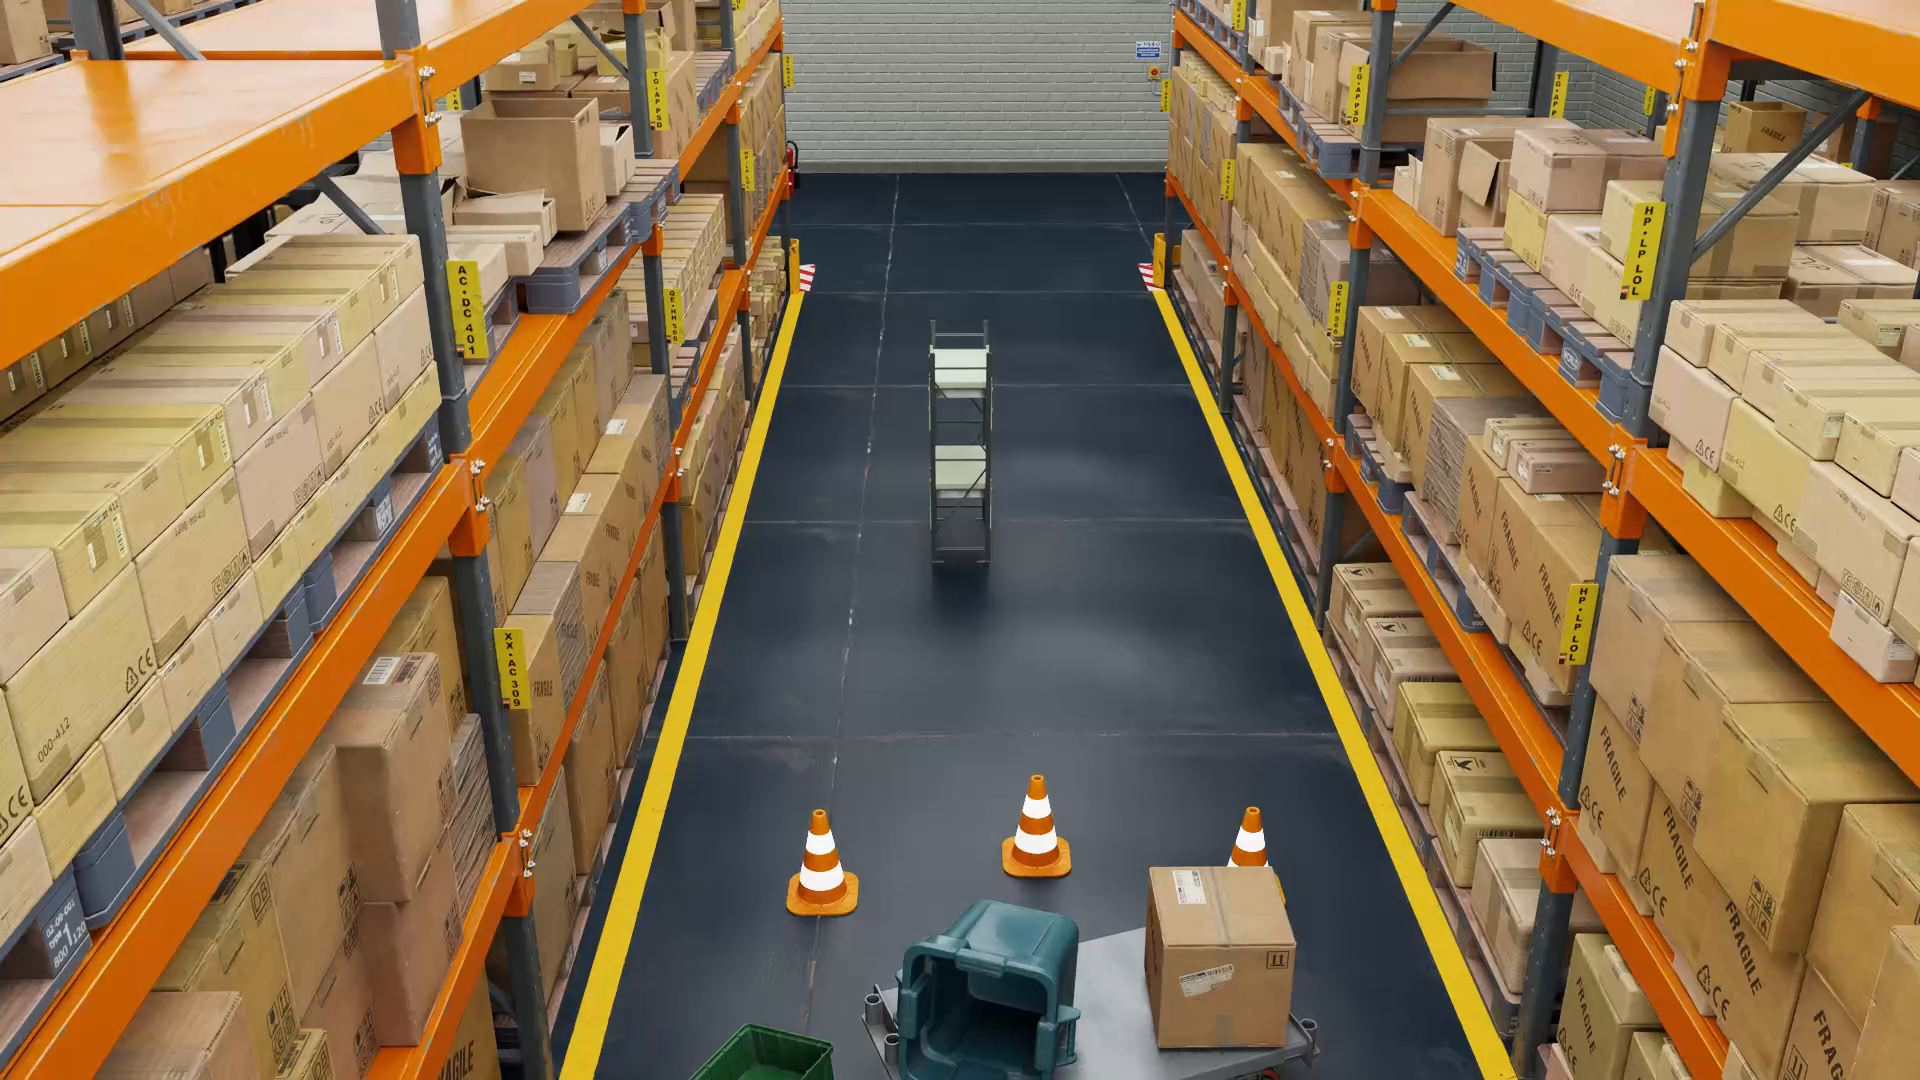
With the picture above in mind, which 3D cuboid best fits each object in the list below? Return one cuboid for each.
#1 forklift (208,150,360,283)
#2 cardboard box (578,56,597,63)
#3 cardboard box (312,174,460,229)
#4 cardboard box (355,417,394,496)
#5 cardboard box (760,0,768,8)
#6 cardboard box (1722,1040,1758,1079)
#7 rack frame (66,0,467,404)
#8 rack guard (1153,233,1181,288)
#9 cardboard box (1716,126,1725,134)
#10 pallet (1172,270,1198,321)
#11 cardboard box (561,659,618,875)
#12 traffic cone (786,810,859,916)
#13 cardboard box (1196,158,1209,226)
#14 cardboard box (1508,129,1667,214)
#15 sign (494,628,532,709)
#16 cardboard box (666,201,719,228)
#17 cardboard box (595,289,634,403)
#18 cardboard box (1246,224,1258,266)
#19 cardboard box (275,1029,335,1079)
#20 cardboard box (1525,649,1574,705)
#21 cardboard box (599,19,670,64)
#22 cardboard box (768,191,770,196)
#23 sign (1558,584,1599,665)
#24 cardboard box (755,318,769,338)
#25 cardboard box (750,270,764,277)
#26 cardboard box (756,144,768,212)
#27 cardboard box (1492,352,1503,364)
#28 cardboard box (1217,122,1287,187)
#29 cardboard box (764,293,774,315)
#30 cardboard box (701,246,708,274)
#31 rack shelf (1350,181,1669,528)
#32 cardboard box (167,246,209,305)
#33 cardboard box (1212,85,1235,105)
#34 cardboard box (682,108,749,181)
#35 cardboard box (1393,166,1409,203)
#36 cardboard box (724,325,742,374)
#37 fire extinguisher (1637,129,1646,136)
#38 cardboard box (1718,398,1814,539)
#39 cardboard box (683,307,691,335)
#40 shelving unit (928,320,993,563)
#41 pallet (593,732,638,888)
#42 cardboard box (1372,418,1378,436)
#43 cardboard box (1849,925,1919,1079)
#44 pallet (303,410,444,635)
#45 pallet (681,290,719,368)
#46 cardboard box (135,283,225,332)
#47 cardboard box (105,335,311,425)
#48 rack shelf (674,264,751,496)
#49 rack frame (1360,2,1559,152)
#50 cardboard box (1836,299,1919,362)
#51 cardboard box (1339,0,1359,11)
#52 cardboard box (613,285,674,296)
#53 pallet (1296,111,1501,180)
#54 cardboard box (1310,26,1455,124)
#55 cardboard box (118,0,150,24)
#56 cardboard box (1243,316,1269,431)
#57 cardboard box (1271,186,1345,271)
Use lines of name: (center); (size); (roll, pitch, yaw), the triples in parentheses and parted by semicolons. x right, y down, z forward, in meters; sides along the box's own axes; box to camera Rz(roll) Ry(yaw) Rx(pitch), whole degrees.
forklift: (-4.676, -1.521, 11.557); (1.130, 2.935, 3.031); (0, 24, 0)
cardboard box: (-2.477, -2.812, 10.566); (0.500, 0.500, 0.500); (0, 24, -1)
cardboard box: (-2.393, -1.390, 7.020); (0.500, 0.311, 0.500); (-1, 24, -2)
cardboard box: (-1.823, -0.235, 4.664); (0.380, 0.149, 0.250); (0, 24, 0)
cardboard box: (-2.015, -4.966, 15.025); (0.500, 0.250, 0.500); (0, 24, 0)
cardboard box: (2.482, 1.604, 4.869); (0.380, 0.149, 0.250); (0, 24, 0)
rack frame: (-2.154, -1.839, 4.895); (1.000, 3.000, 0.127); (0, 24, -1)
rack guard: (2.664, -2.985, 17.743); (1.175, 0.500, 0.348); (0, 24, -1)
cardboard box: (7.898, -4.017, 16.812); (0.500, 0.250, 0.500); (0, 24, 1)
pallet: (2.751, -2.514, 17.053); (1.003, 0.211, 1.213); (0, 24, -1)
cardboard box: (-2.257, 1.076, 7.952); (1.050, 0.750, 0.750); (0, 24, -1)
traffic cone: (-0.658, 1.491, 7.891); (0.336, 0.463, 0.334); (0, 24, -1)
cardboard box: (2.416, -3.120, 14.888); (0.500, 0.500, 0.500); (-1, 24, -1)
cardboard box: (2.628, -1.545, 6.952); (0.500, 0.250, 0.500); (0, 24, 0)
sign: (-1.599, 0.461, 5.944); (0.100, 0.325, 0.005); (0, 24, -1)
cardboard box: (-2.037, -2.474, 12.654); (0.380, 0.149, 0.250); (-1, 24, -2)
cardboard box: (-2.202, -1.070, 9.140); (0.700, 0.500, 0.500); (0, 24, -1)
cardboard box: (2.464, -2.228, 12.611); (0.500, 0.250, 0.500); (0, 24, 0)
cardboard box: (-2.115, 1.646, 4.289); (0.875, 0.550, 0.500); (0, 24, -1)
cardboard box: (2.513, 0.543, 6.704); (0.380, 0.149, 0.250); (0, 24, 0)
cardboard box: (-1.974, -3.000, 10.053); (0.396, 0.266, 0.258); (0, 24, -1)
cardboard box: (-2.016, -3.383, 15.894); (0.380, 0.149, 0.250); (-1, 24, -3)
sign: (2.240, 0.307, 6.026); (0.100, 0.325, 0.005); (0, 24, -1)
cardboard box: (-1.978, -1.980, 15.438); (0.380, 0.149, 0.250); (-1, 24, -2)
cardboard box: (-2.060, -2.460, 15.777); (0.380, 0.149, 0.250); (-1, 24, -2)
cardboard box: (-1.976, -3.200, 14.702); (0.500, 0.500, 0.500); (-1, 24, -2)
cardboard box: (3.051, -0.791, 8.867); (0.500, 0.500, 0.500); (-1, 24, -1)
cardboard box: (2.427, -3.160, 13.762); (0.500, 0.500, 0.500); (0, 24, -1)
cardboard box: (-1.952, -2.215, 15.597); (0.380, 0.149, 0.250); (0, 24, 0)
cardboard box: (-2.026, -2.020, 12.012); (0.380, 0.149, 0.250); (-1, 24, -3)
rack shelf: (2.773, -1.032, 7.625); (1.077, 0.370, 4.000); (0, 24, -1)
cardboard box: (-2.490, -0.806, 4.959); (0.380, 0.149, 0.250); (0, 24, 0)
cardboard box: (2.435, -3.915, 14.644); (0.380, 0.149, 0.250); (-1, 24, -2)
cardboard box: (-2.002, -3.225, 13.546); (0.500, 0.500, 0.500); (0, 24, 1)
cardboard box: (2.585, -1.939, 9.062); (0.380, 0.149, 0.250); (0, 24, -1)
cardboard box: (-1.980, -1.490, 13.018); (0.500, 0.250, 0.500); (-1, 24, -2)
fire extinguisher: (7.164, -3.991, 17.481); (0.296, 0.674, 0.183); (0, 24, -1)
cardboard box: (2.541, -0.208, 4.751); (0.500, 0.250, 0.500); (0, 24, -1)
cardboard box: (-2.016, -1.458, 11.130); (0.380, 0.149, 0.250); (1, 24, 1)
shelving unit: (0.000, -0.681, 11.435); (0.431, 1.500, 0.755); (0, 24, -1)
pallet: (-2.254, 1.344, 8.523); (1.003, 0.211, 1.213); (0, 24, -1)
cardboard box: (2.539, -0.643, 9.327); (0.380, 0.149, 0.250); (-2, 24, -4)
cardboard box: (2.508, 1.215, 3.729); (0.700, 0.500, 0.500); (-1, 24, -1)
pallet: (-2.155, -0.094, 4.786); (1.003, 0.211, 1.213); (0, 24, -1)
pallet: (-2.260, -1.482, 11.619); (1.003, 0.211, 1.213); (0, 24, -1)
cardboard box: (-2.428, -0.573, 4.928); (0.500, 0.250, 0.500); (0, 24, 0)
cardboard box: (-1.819, -0.391, 4.041); (0.380, 0.149, 0.250); (0, 24, 0)
rack shelf: (-2.219, -1.250, 11.746); (1.077, 0.370, 4.000); (0, 24, -1)
rack frame: (2.751, -3.551, 8.681); (1.000, 3.000, 0.127); (0, 24, -1)
cardboard box: (3.017, -0.655, 5.256); (0.380, 0.149, 0.250); (0, 24, 1)
cardboard box: (2.911, -4.358, 13.354); (0.500, 0.500, 0.500); (0, 24, 0)
cardboard box: (-2.012, -1.505, 10.510); (0.380, 0.149, 0.250); (0, 24, -1)
pallet: (2.691, -2.363, 9.924); (1.213, 0.211, 1.003); (1, 24, 2)
cardboard box: (2.551, -2.828, 10.092); (0.700, 0.500, 0.500); (-1, 24, -3)
cardboard box: (-7.272, -4.614, 13.920); (0.700, 0.500, 0.500); (1, 24, 2)
cardboard box: (2.795, -1.434, 13.349); (0.875, 0.875, 0.875); (0, 24, 1)
cardboard box: (2.473, -2.155, 11.540); (0.500, 0.500, 0.500); (-1, 24, -1)
